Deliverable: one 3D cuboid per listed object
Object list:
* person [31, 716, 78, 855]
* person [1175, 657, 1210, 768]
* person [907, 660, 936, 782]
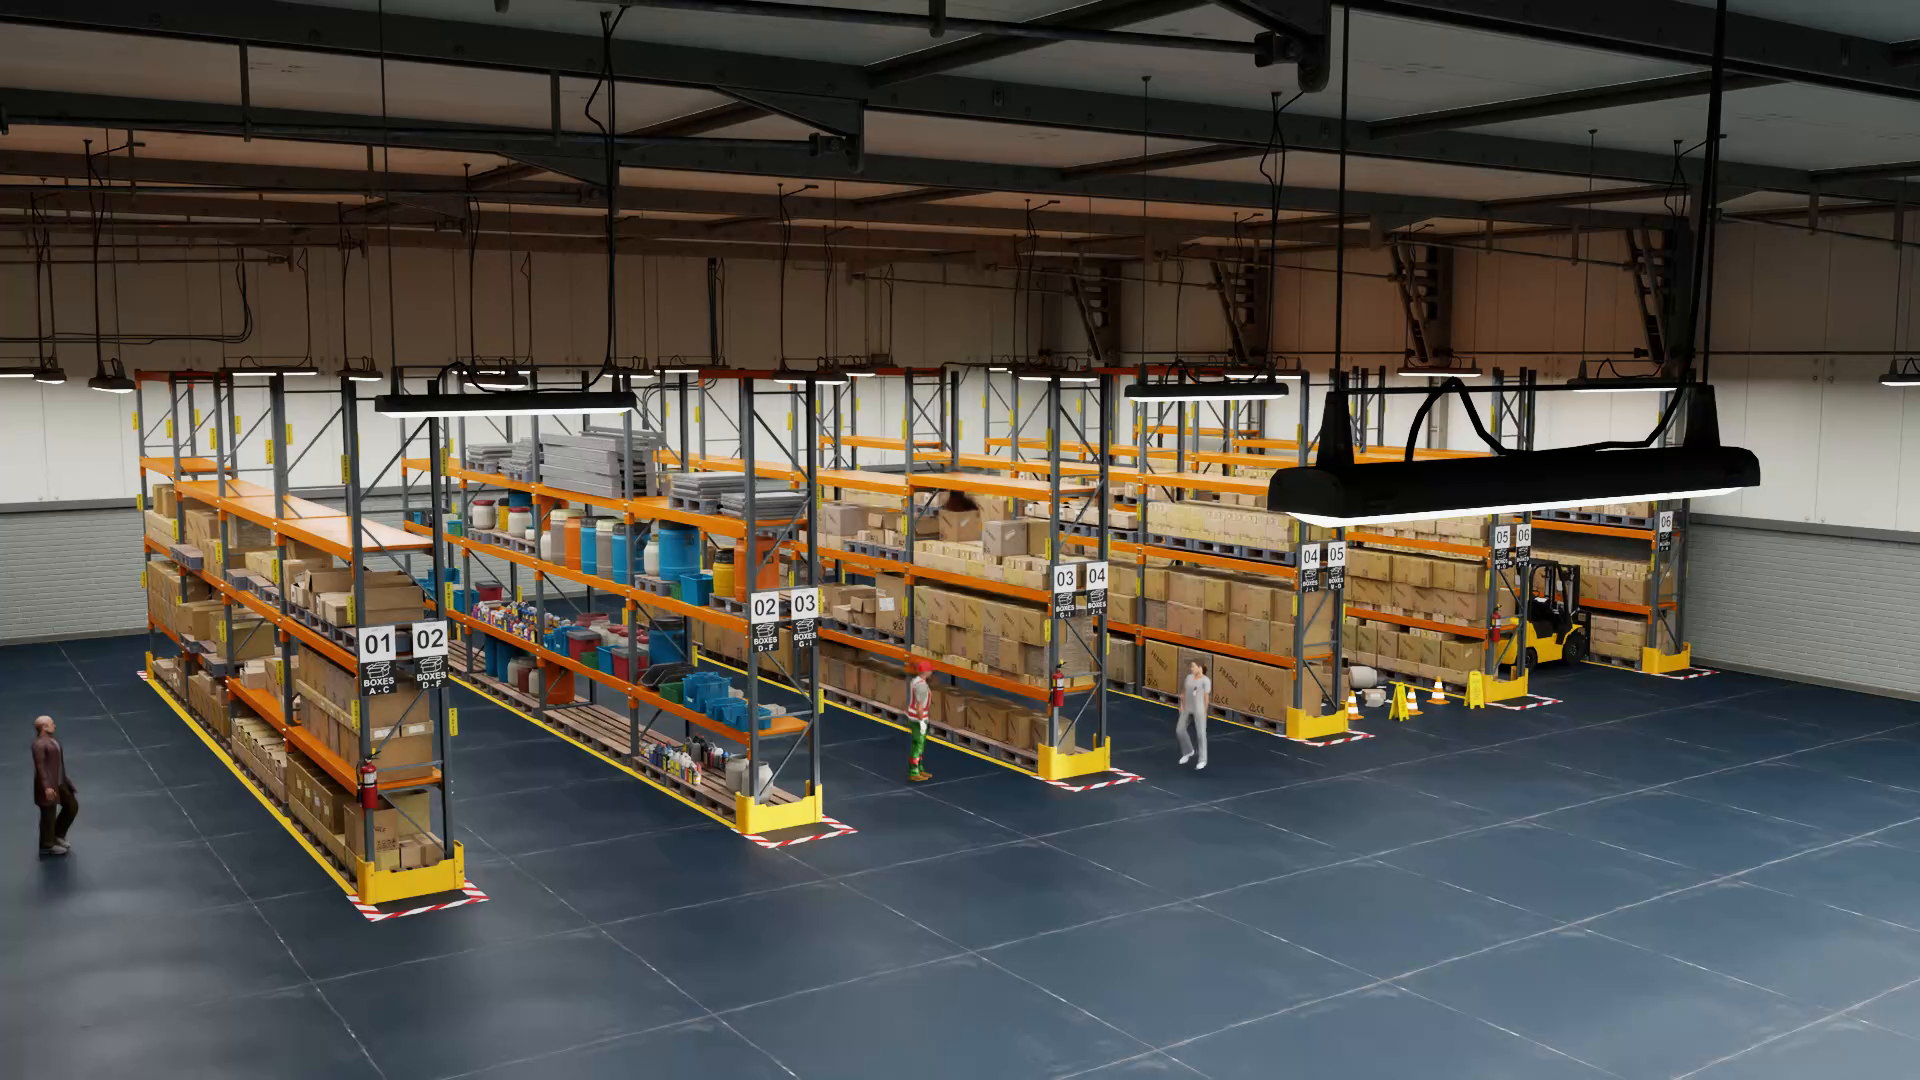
[{"bbox_3d":[-11.497,3.092,20.990,0.482,1.771,0.624,1,6,5],"label":"person"},{"bbox_3d":[3.585,2.625,25.431,0.490,1.689,0.402,5,8,36],"label":"person"},{"bbox_3d":[-0.574,2.669,24.649,0.434,1.795,0.561,0,6,-4],"label":"person"}]
